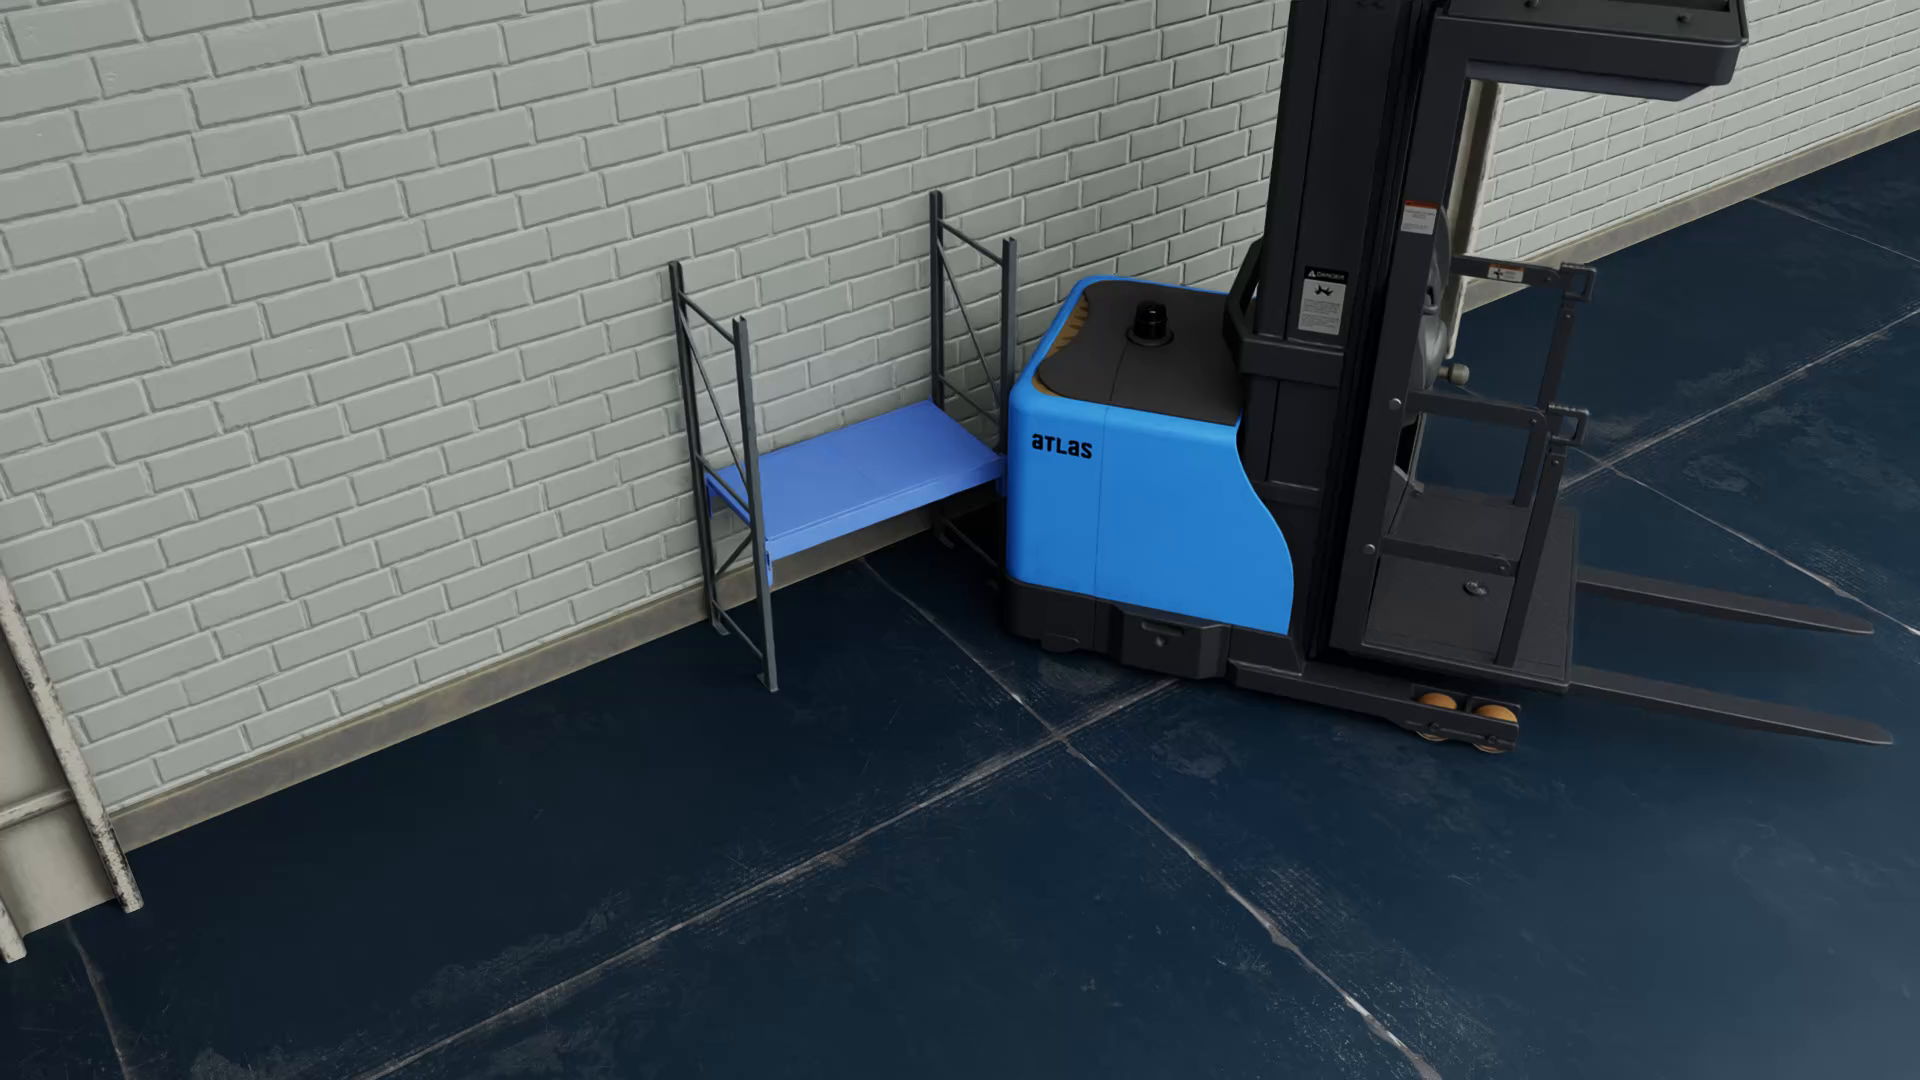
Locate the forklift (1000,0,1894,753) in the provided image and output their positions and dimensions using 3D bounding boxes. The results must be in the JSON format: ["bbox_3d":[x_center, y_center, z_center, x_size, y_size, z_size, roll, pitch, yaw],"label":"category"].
[{"bbox_3d":[1.725,-0.806,5.360,3.031,2.935,1.130,11,37,15],"label":"forklift"}]

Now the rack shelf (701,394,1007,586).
[{"bbox_3d":[-0.382,-0.201,6.053,1.000,0.185,0.538,-21,41,-27],"label":"rack shelf"}]

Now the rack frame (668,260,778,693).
[{"bbox_3d":[-0.806,-0.184,5.721,0.032,1.500,0.500,-21,41,-27],"label":"rack frame"}]

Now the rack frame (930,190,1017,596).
[{"bbox_3d":[0.042,-0.511,6.176,0.032,1.500,0.500,-21,41,-27],"label":"rack frame"}]

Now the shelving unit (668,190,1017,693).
[{"bbox_3d":[-0.382,-0.347,5.948,1.048,1.500,0.538,-21,41,-27],"label":"shelving unit"}]

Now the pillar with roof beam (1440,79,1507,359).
[{"bbox_3d":[4.600,-2.486,2.499,0.400,9.000,9.100,-22,41,-28],"label":"pillar with roof beam"}]
